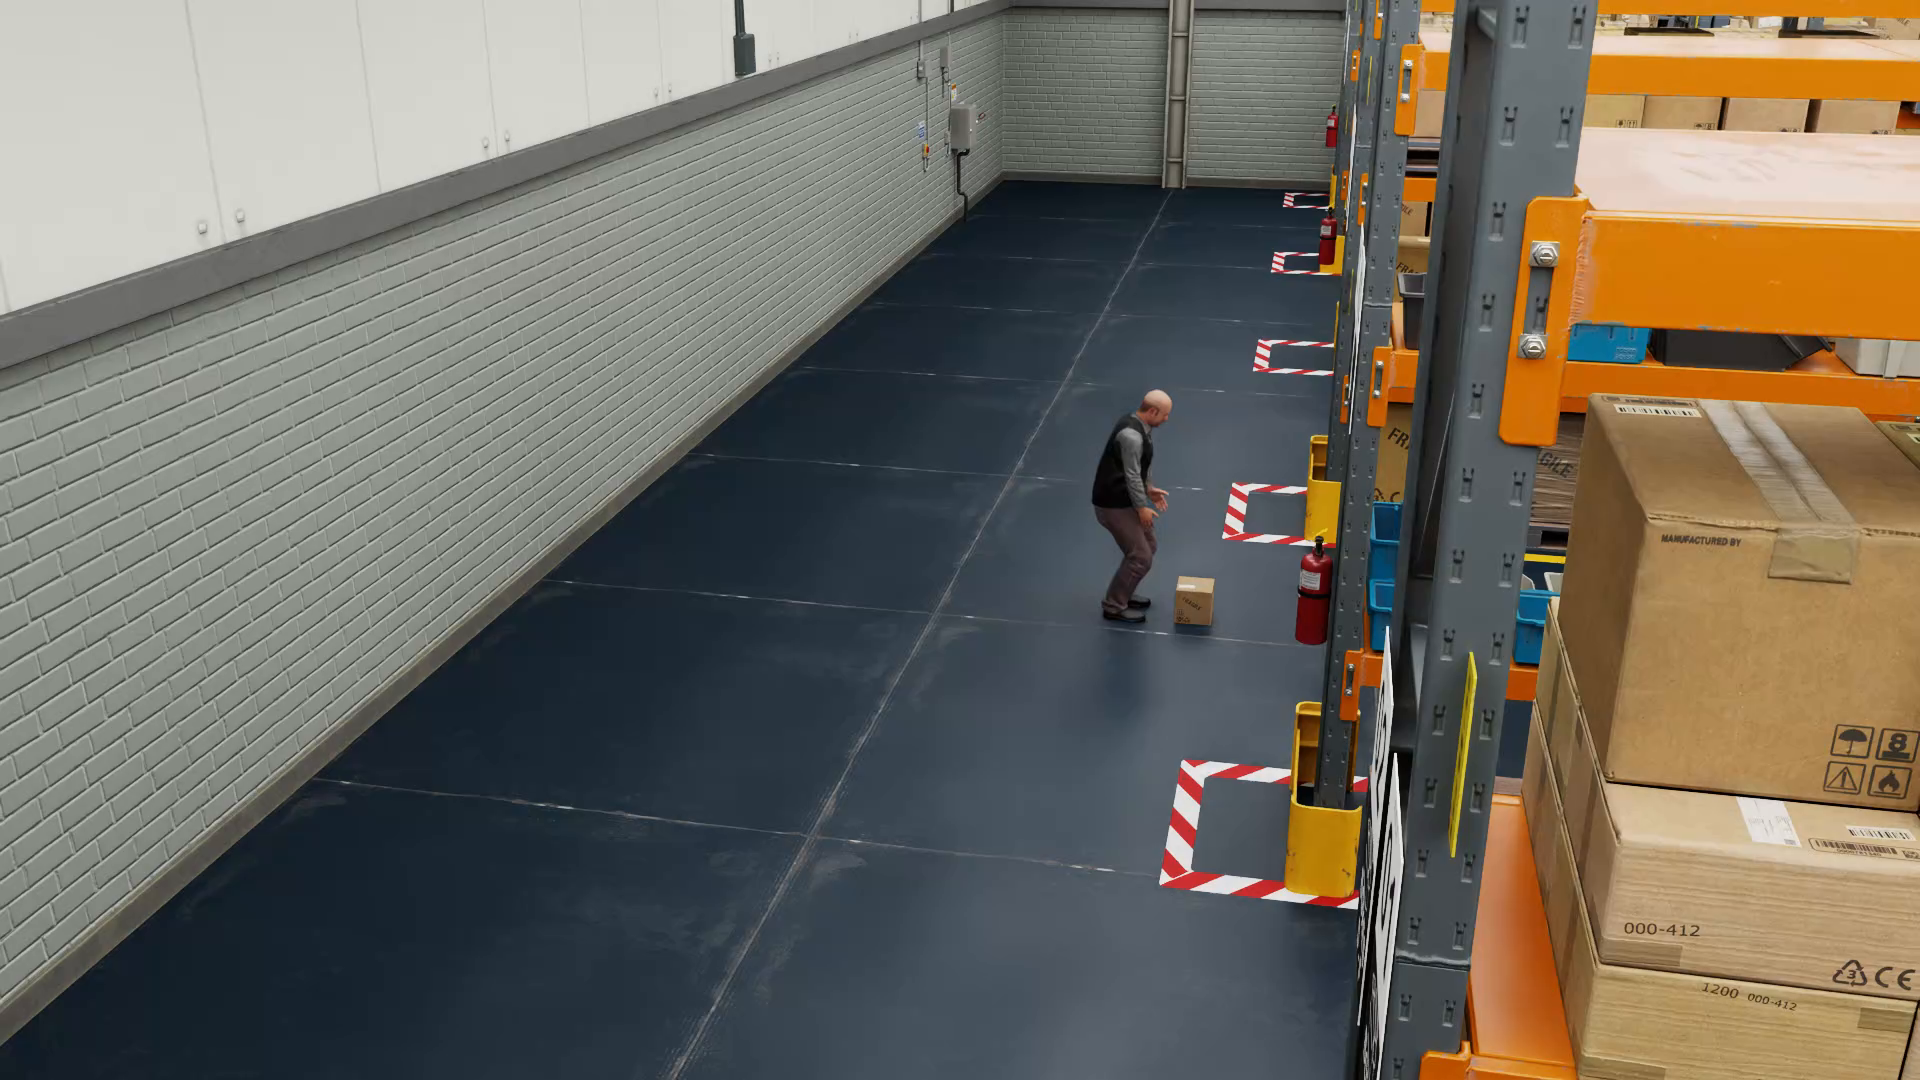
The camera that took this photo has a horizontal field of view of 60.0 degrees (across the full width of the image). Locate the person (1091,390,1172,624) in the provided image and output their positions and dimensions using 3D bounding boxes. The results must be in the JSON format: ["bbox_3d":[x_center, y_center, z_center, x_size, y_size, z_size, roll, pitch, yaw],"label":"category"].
[{"bbox_3d":[1.169,-0.258,11.435,0.509,1.617,0.574,5,22,12],"label":"person"}]
